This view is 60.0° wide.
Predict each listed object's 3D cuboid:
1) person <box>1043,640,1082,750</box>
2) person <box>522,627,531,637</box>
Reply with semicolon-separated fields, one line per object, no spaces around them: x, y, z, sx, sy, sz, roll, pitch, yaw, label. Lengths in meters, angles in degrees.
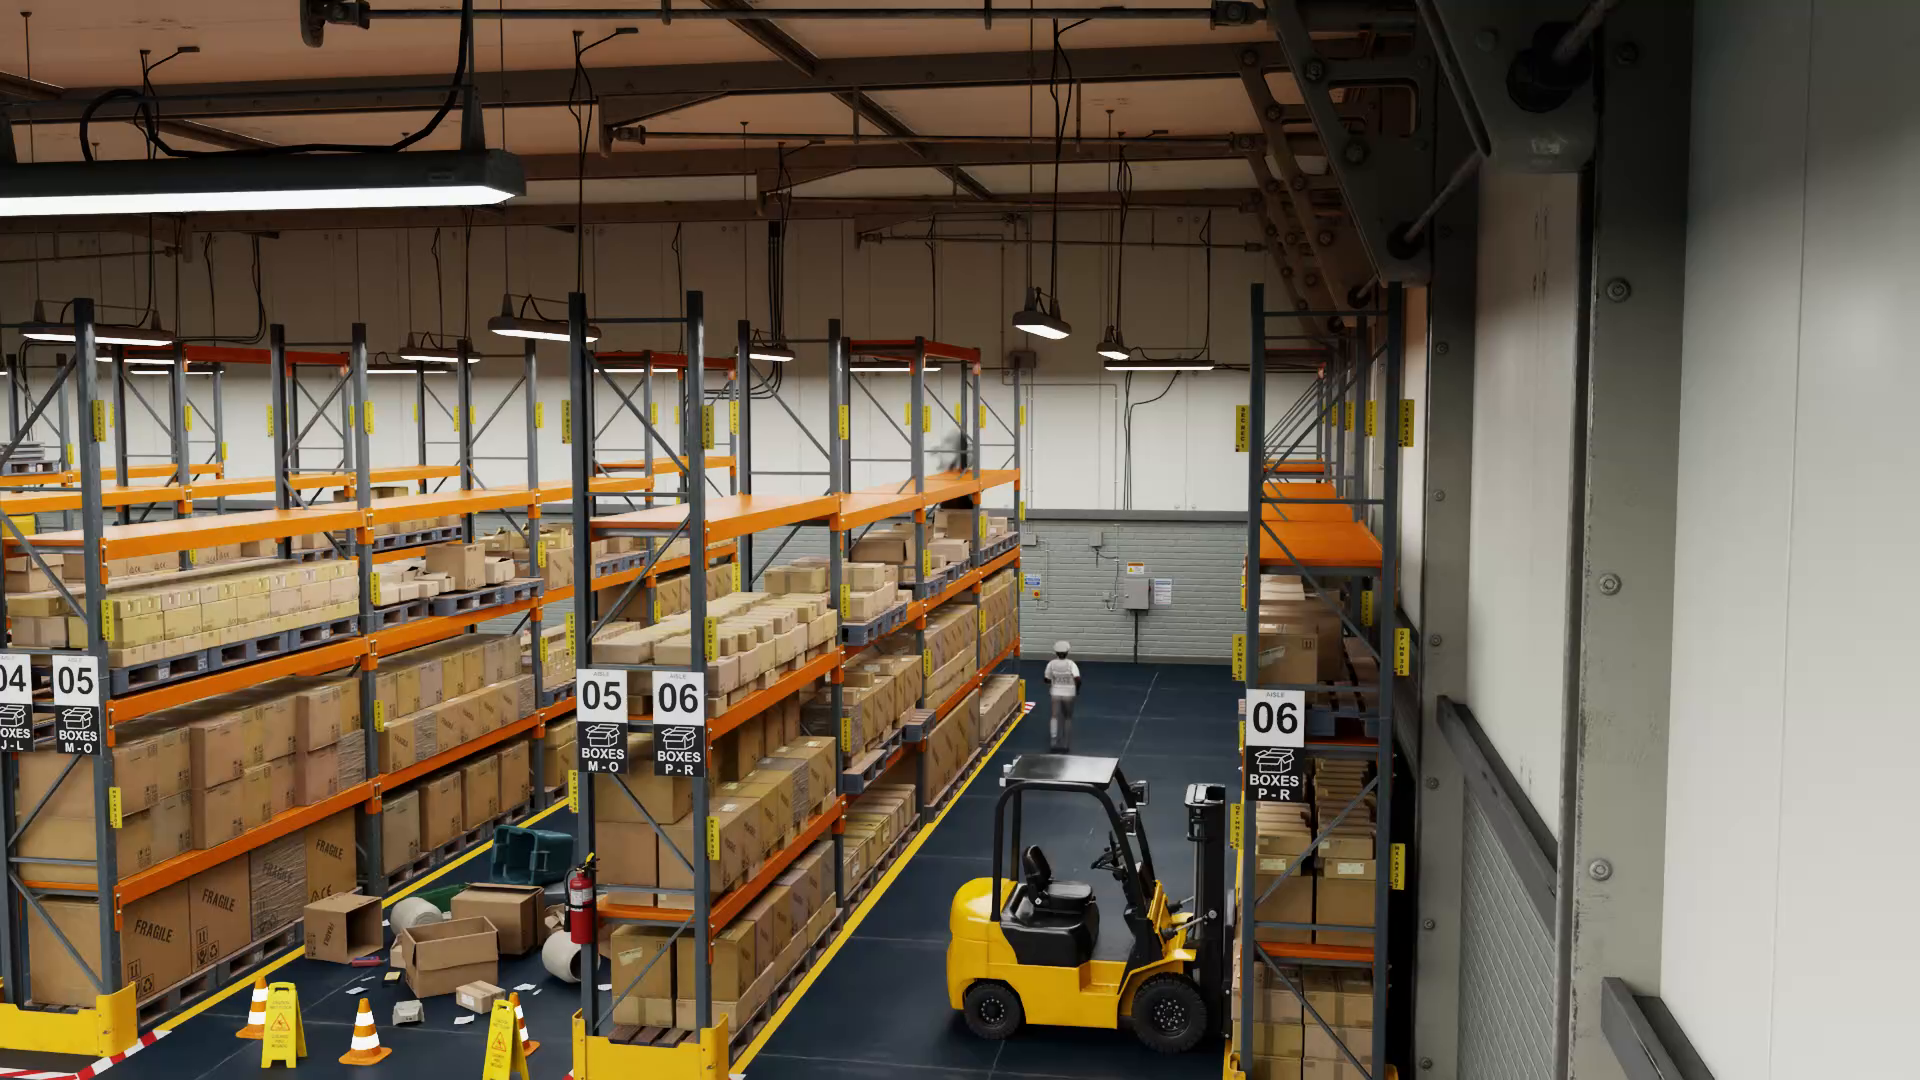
1.540;2.332;24.804;0.569;1.669;0.822;1;5;9;person
-6.747;2.215;26.282;0.552;1.693;0.894;2;5;19;person
